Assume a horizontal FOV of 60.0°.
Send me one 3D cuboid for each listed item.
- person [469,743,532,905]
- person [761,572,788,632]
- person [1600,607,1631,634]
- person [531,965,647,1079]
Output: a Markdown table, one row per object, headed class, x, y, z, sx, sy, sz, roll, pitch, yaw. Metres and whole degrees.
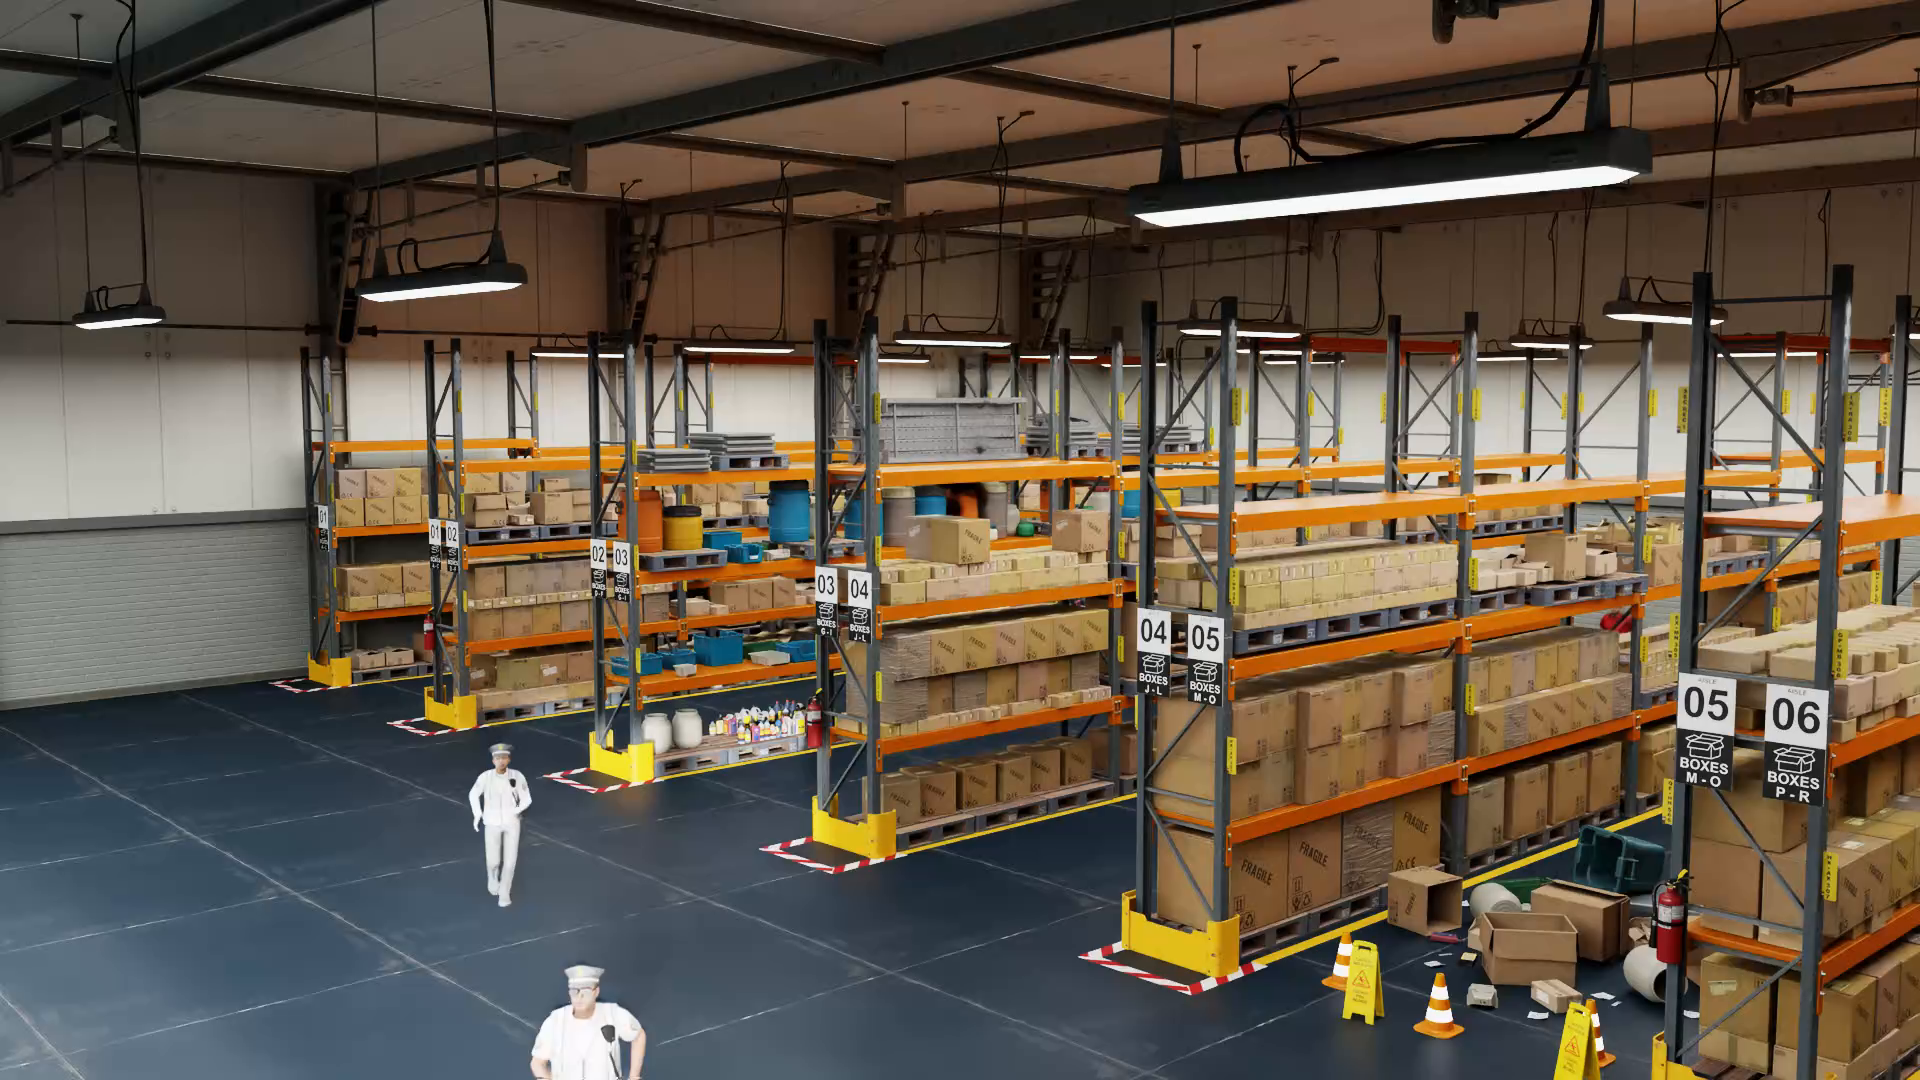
| class | x | y | z | sx | sy | sz | roll | pitch | yaw |
| --- | --- | --- | --- | --- | --- | --- | --- | --- | --- |
| person | -4.616 | 2.869 | 16.734 | 0.605 | 1.659 | 0.535 | -2 | 5 | -17 |
| person | -3.708 | 1.348 | 33.412 | 0.624 | 1.831 | 0.752 | 3 | 6 | 34 |
| person | 10.970 | 1.889 | 27.815 | 0.659 | 1.767 | 0.720 | 4 | 6 | 36 |
| person | -2.239 | 3.407 | 10.020 | 0.678 | 1.747 | 0.992 | -1 | 5 | -7 |
